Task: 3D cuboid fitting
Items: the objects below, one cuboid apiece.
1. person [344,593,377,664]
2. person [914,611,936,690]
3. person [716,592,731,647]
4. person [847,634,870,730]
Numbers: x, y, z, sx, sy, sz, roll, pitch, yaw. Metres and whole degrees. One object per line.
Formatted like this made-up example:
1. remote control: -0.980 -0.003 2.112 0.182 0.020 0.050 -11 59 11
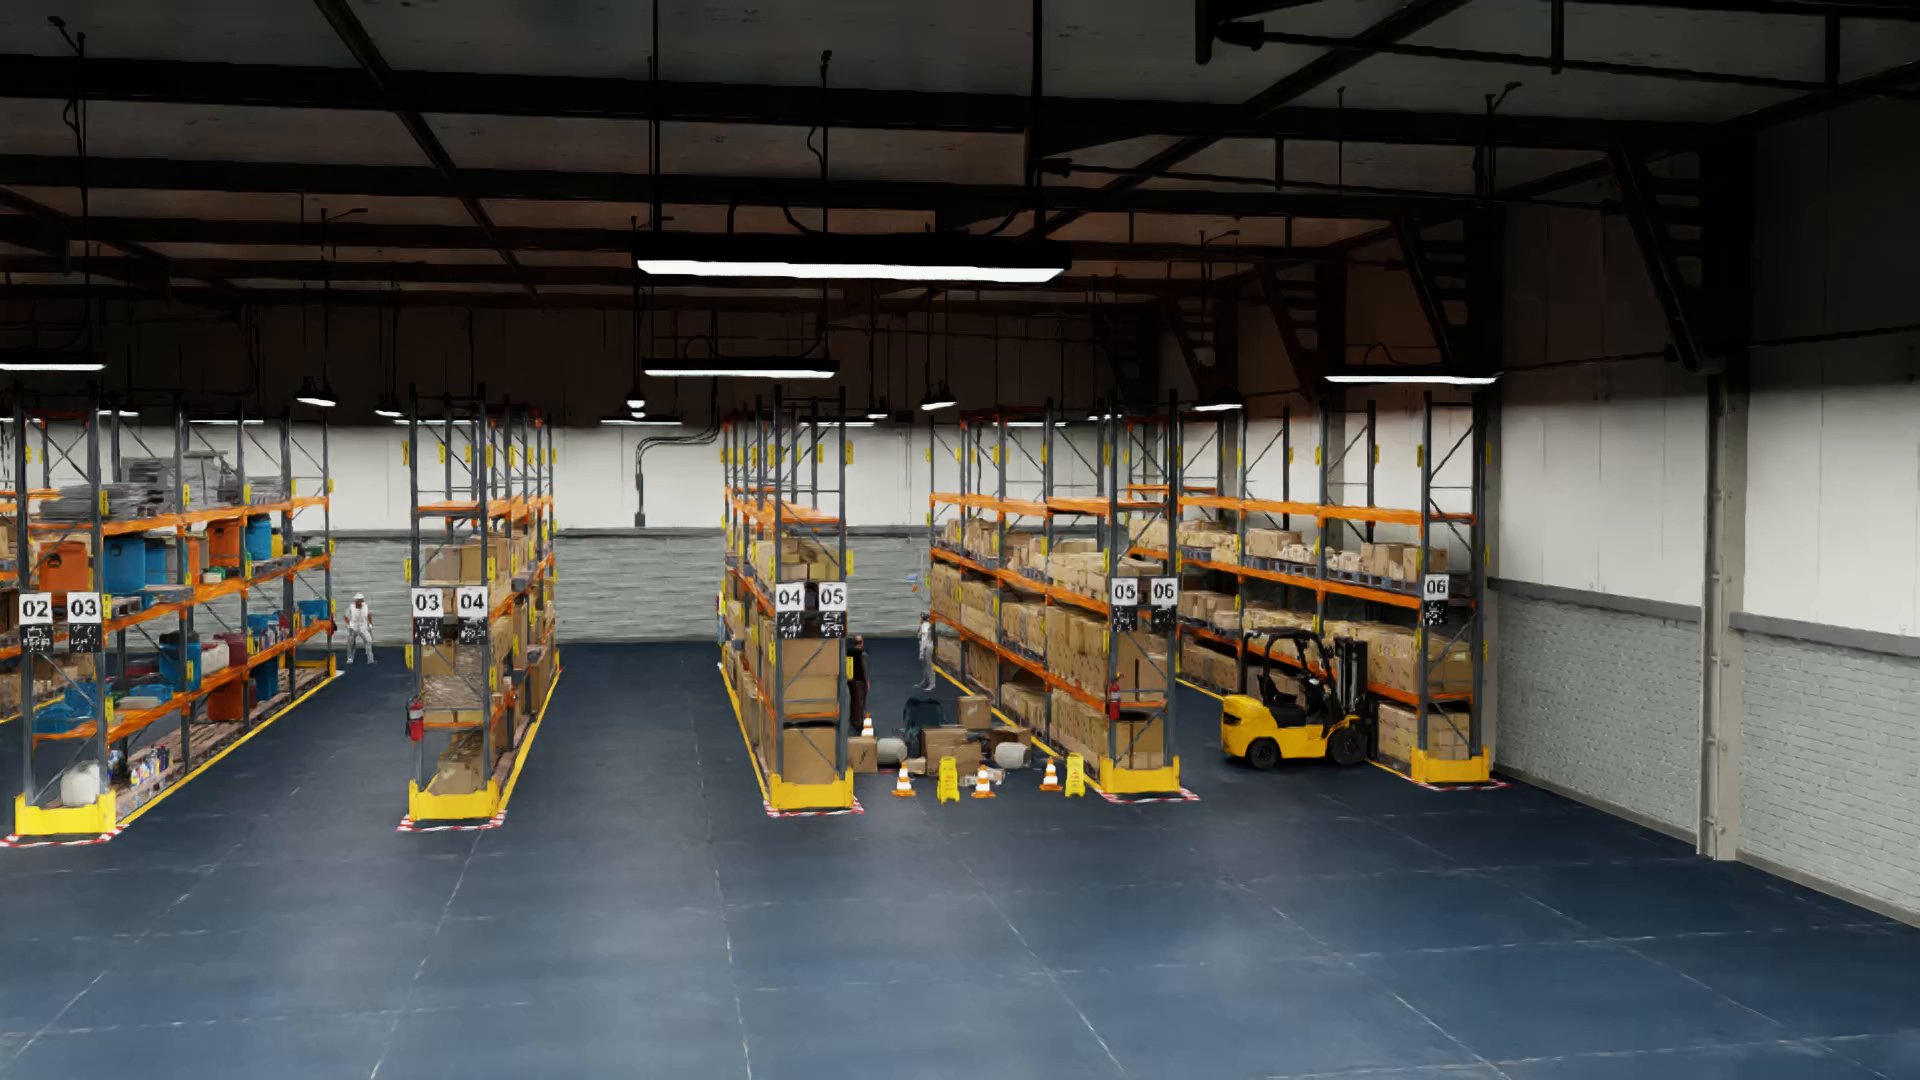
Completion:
1. person: -14.418 2.114 39.877 0.704 1.716 0.810 -2 3 -29
2. person: -0.749 2.353 35.562 0.523 1.668 0.564 0 3 8
3. person: -6.102 1.933 43.485 0.572 1.704 1.030 0 3 -1
4. person: -1.824 2.583 30.438 0.448 1.730 0.586 -3 4 -42
